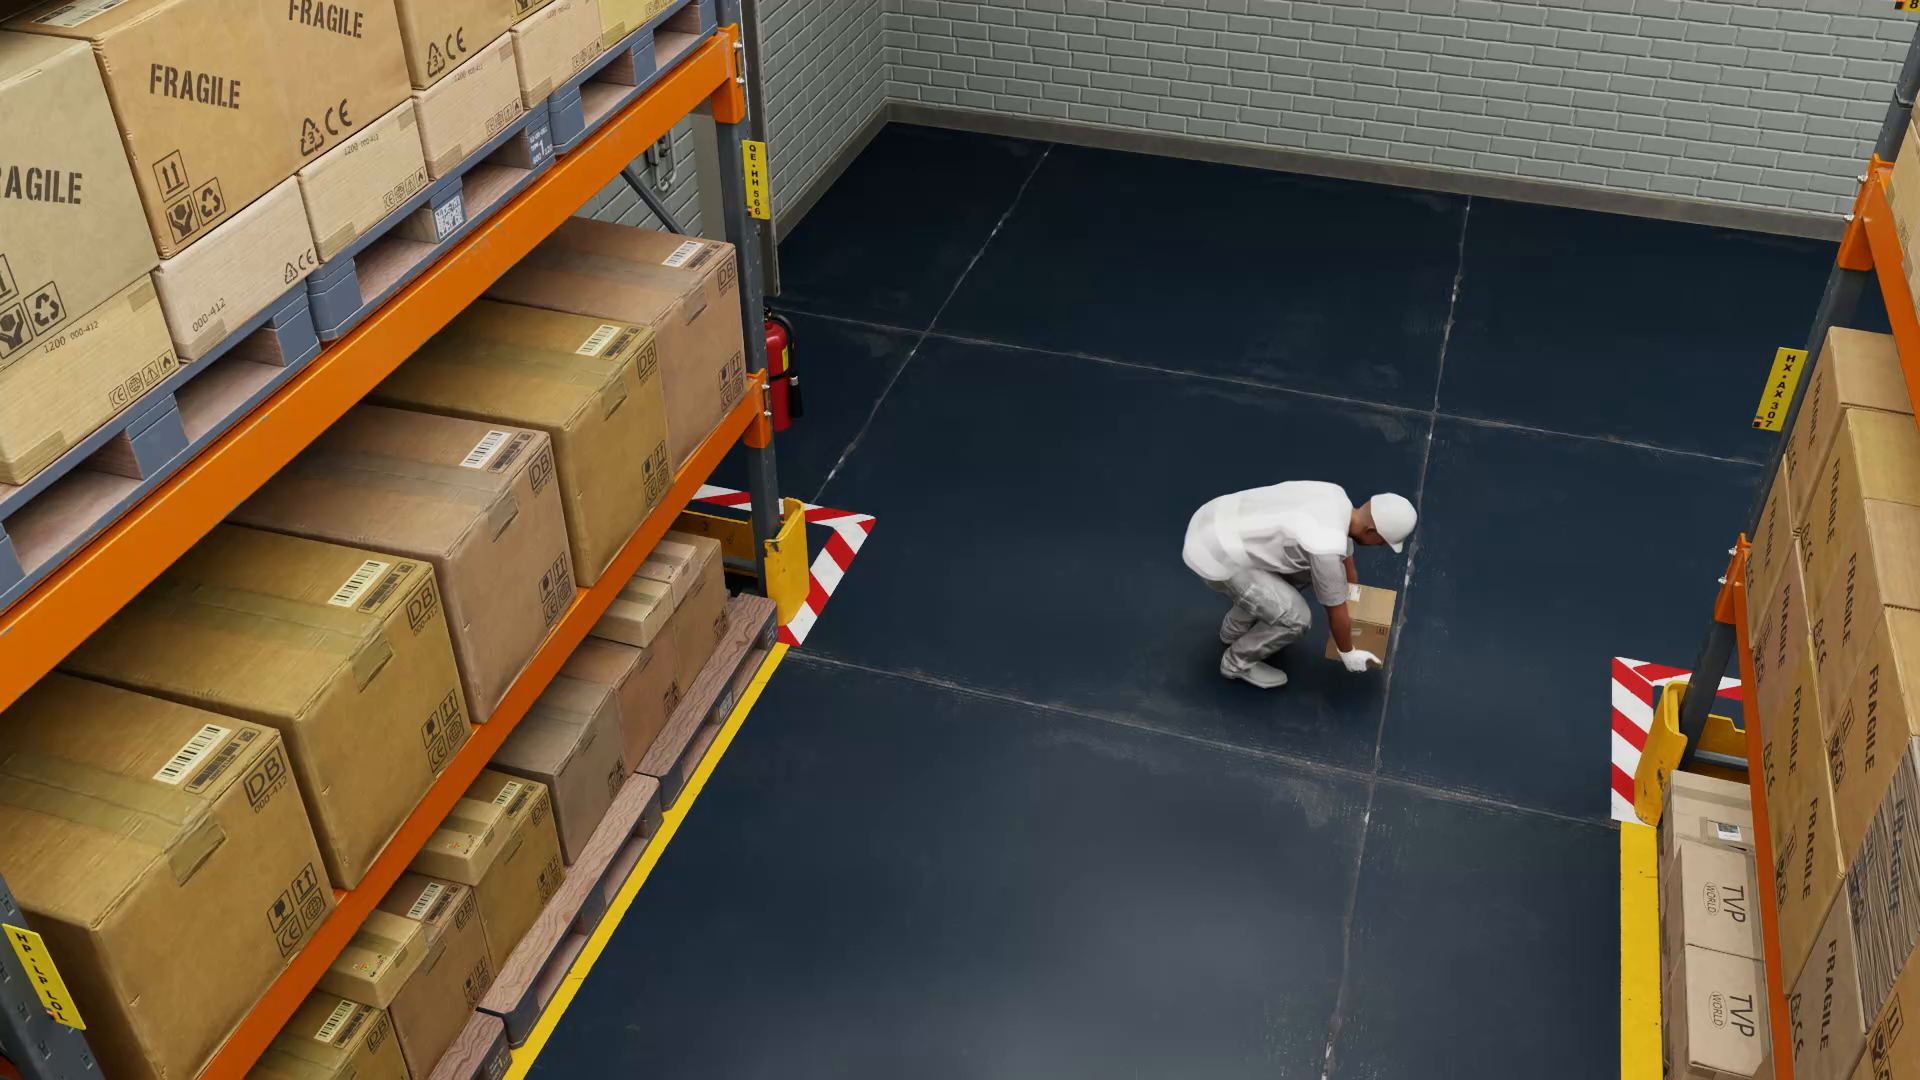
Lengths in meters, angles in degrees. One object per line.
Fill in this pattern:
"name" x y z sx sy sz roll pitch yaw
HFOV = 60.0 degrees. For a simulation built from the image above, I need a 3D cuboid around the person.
"person" 1.456 0.164 7.319 0.954 0.994 0.542 9 38 12
